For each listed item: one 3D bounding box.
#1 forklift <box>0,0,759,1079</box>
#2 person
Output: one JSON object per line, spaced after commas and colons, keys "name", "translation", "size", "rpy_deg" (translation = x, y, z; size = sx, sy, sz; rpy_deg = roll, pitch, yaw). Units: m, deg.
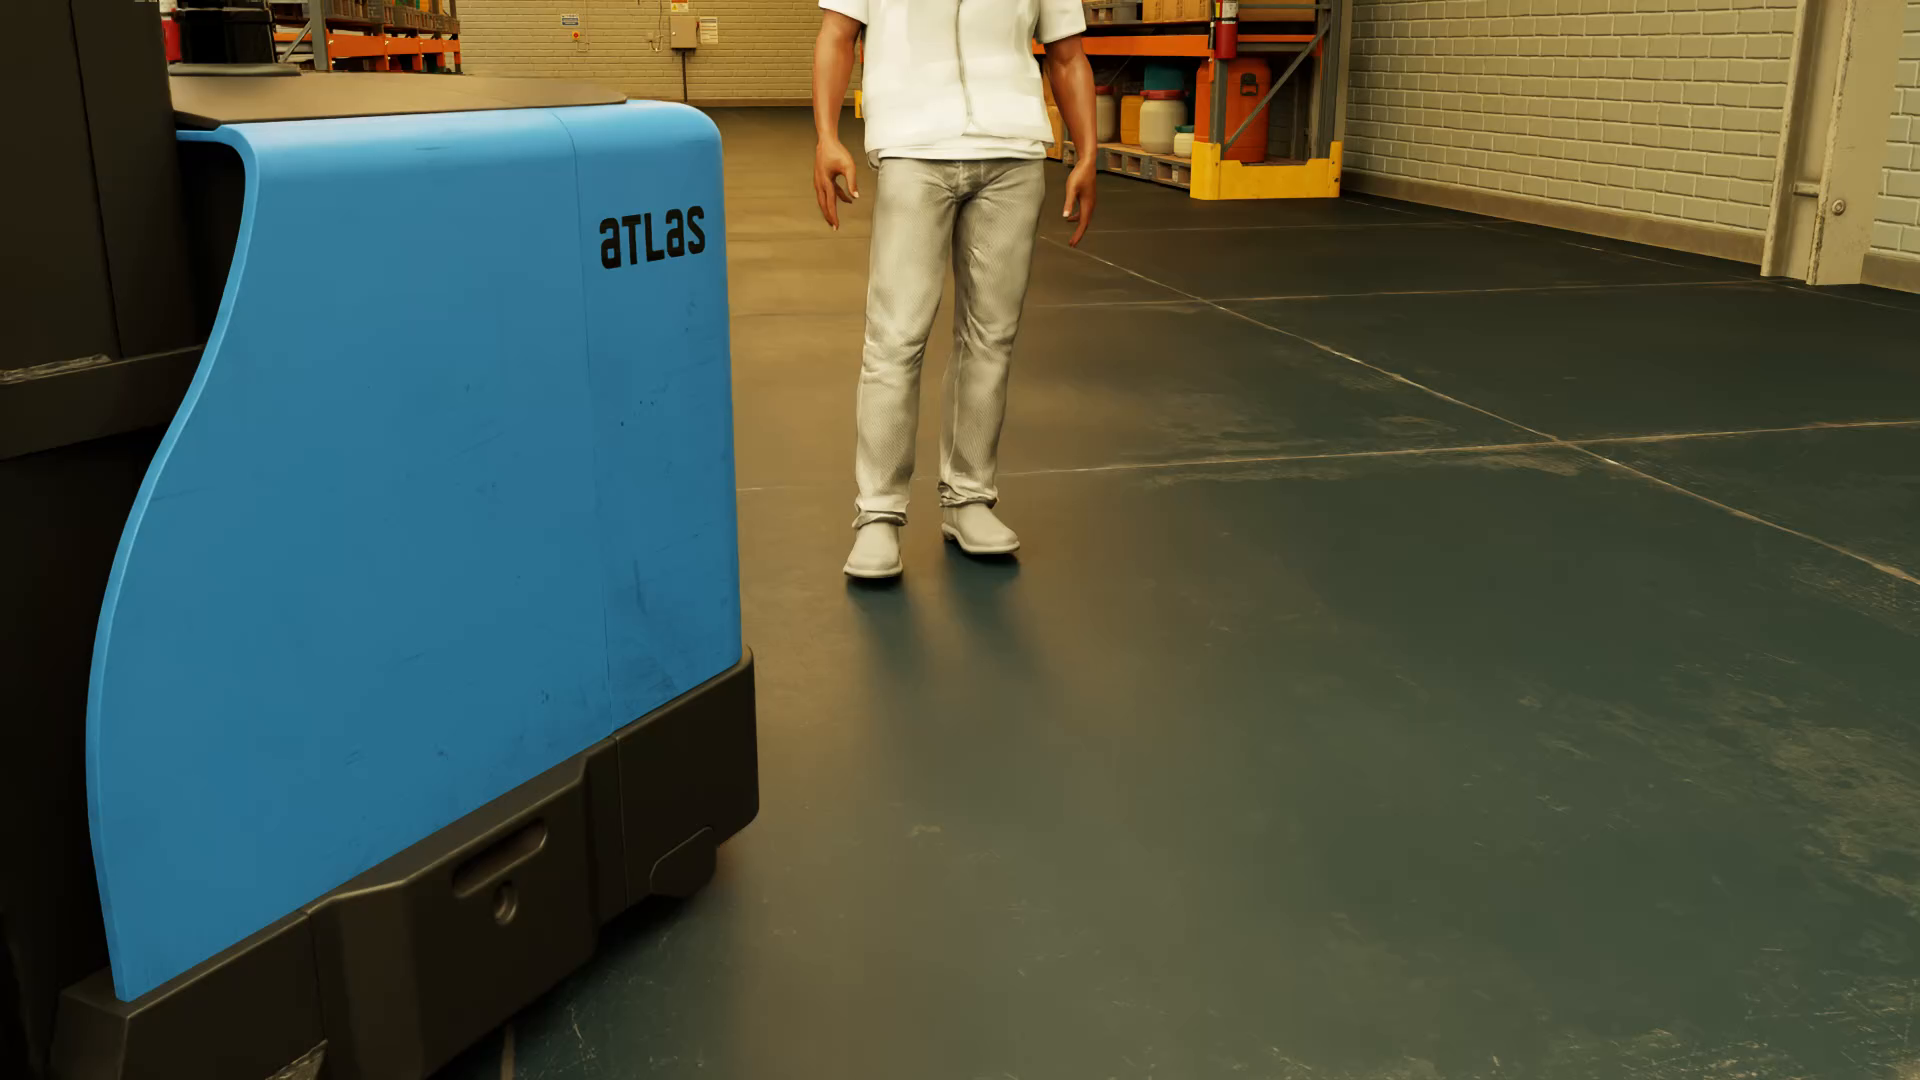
{"name": "forklift", "translation": [-1.415, -0.638, 1.013], "size": [1.130, 2.935, 3.031], "rpy_deg": [8, 18, 26]}
{"name": "person", "translation": [0.010, -0.834, 3.696], "size": [0.666, 1.765, 0.577], "rpy_deg": [-4, 17, -12]}
